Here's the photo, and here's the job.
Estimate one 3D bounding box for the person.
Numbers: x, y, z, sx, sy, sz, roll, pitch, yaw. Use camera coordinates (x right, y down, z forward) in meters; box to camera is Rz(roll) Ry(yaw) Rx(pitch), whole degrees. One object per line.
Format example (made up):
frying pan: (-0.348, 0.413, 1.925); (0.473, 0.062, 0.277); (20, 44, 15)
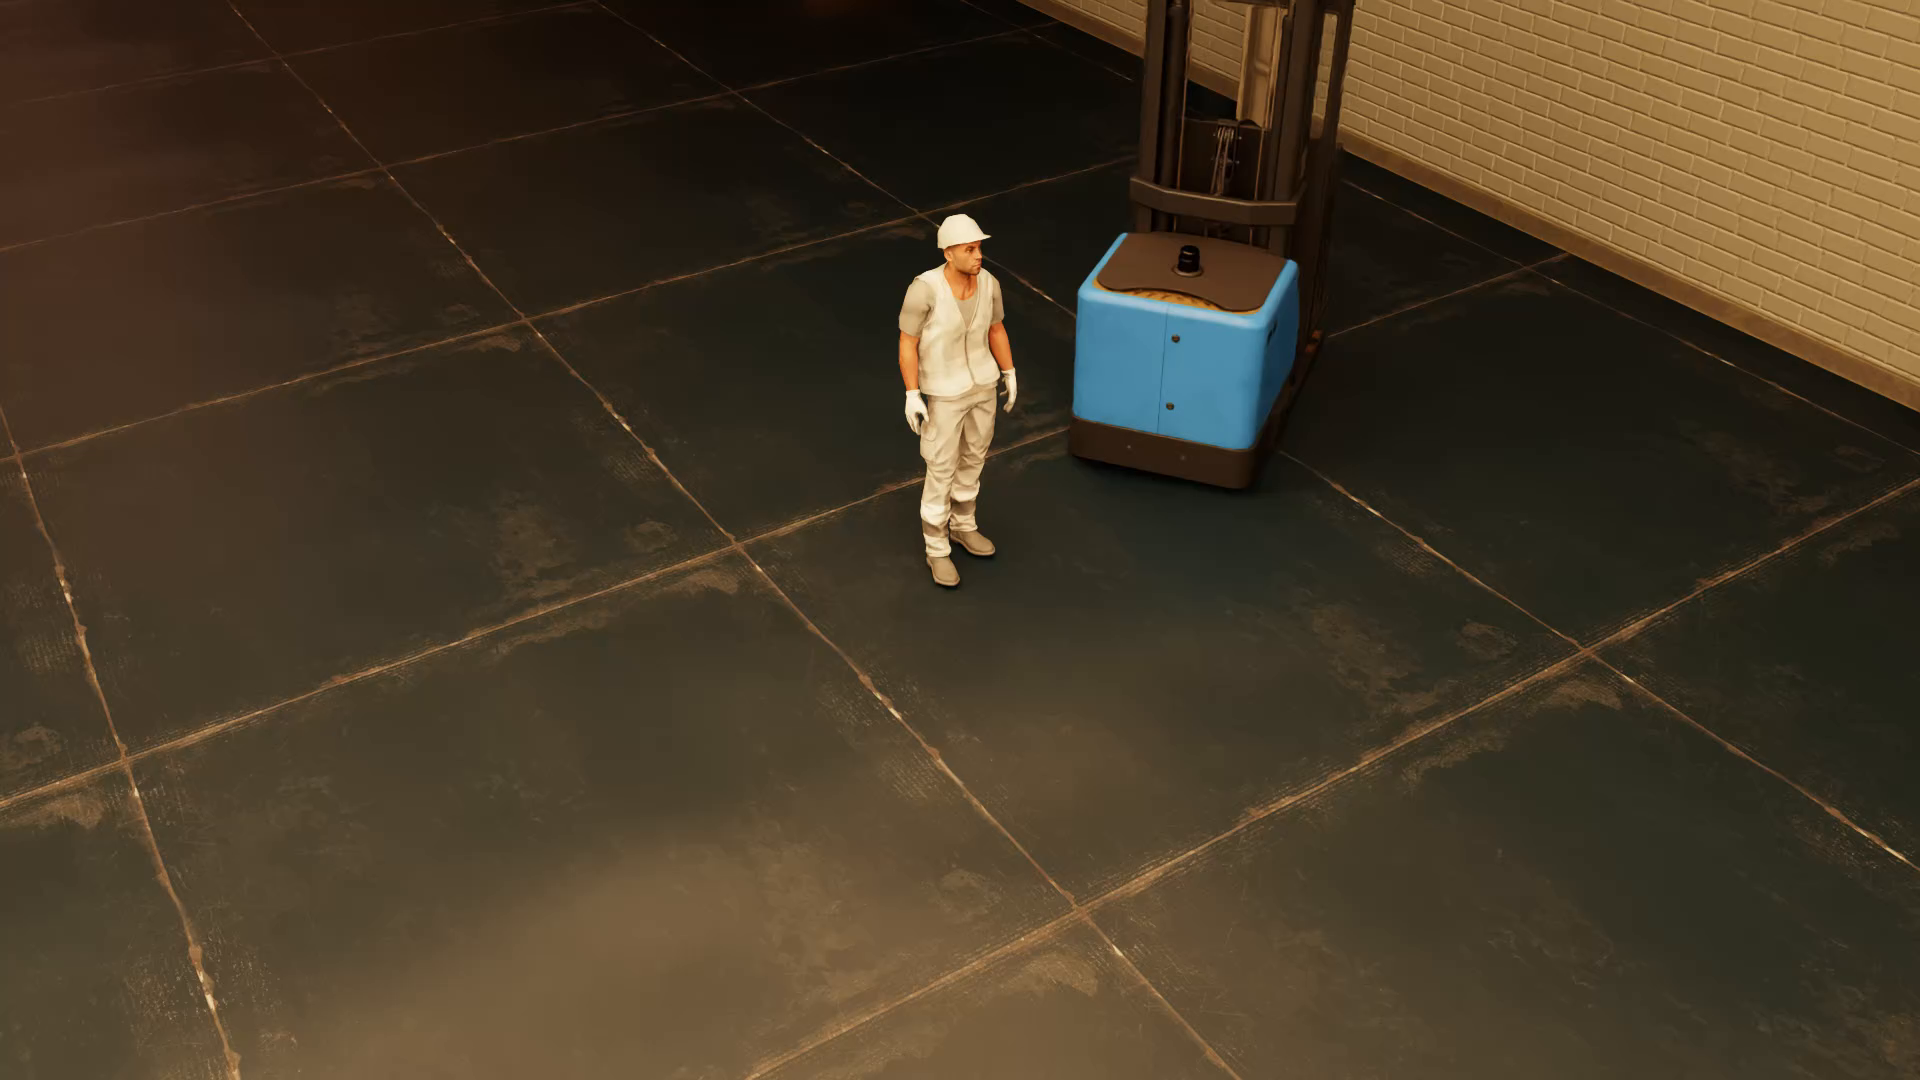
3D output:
person: (-0.005, -0.751, 8.151); (0.637, 1.735, 0.424); (-21, 40, -27)

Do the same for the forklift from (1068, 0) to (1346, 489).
forklift: (1.625, -2.317, 9.445); (1.130, 2.935, 3.031); (13, 37, 18)
